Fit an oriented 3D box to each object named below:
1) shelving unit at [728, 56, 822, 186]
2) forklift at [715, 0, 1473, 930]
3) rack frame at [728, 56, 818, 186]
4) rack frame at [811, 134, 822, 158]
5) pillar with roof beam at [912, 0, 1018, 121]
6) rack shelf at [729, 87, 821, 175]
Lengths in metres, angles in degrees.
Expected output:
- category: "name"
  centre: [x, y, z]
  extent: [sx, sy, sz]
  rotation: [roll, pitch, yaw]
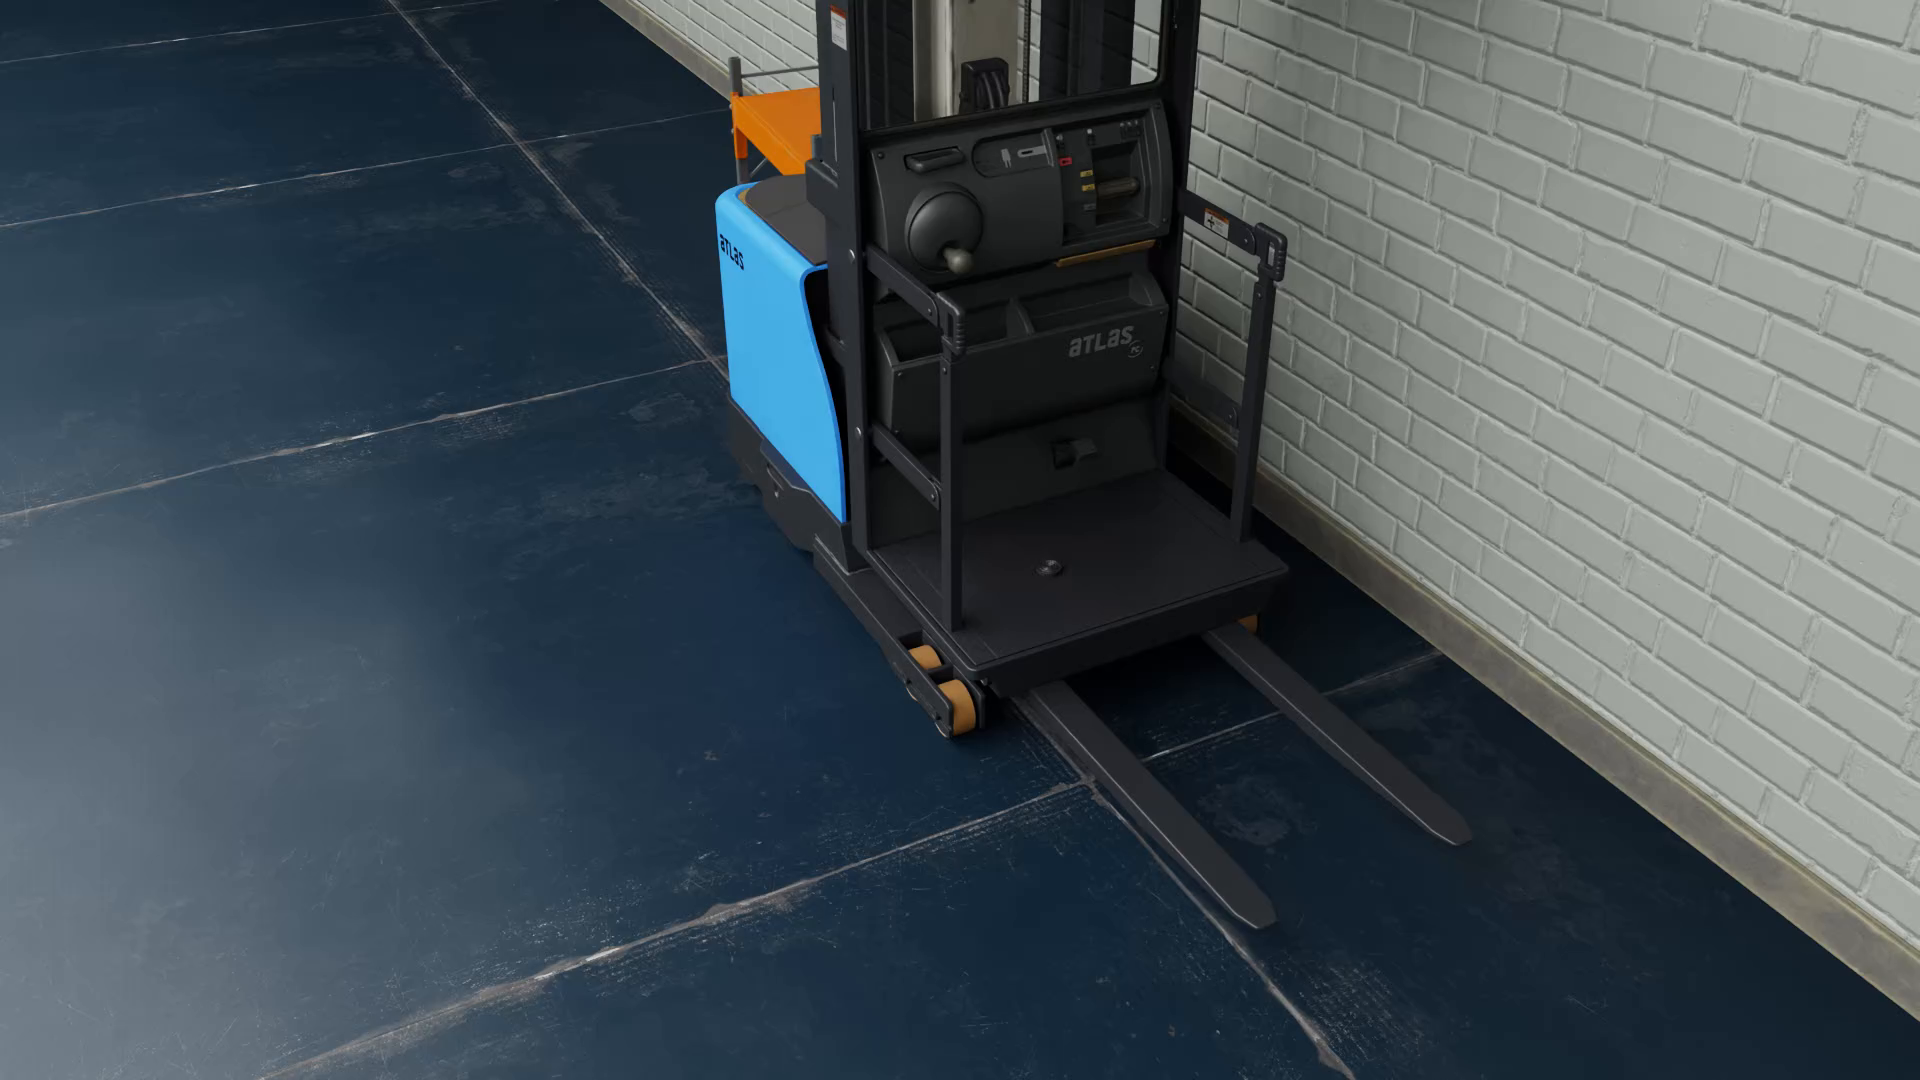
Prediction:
- category: "shelving unit"
  centre: [-0.498, -1.264, 6.680]
  extent: [0.538, 1.125, 1.048]
  rotation: [-13, 35, -20]
- category: "forklift"
  centre: [0.290, -0.937, 4.496]
  extent: [1.130, 2.935, 3.031]
  rotation: [-16, 36, -23]
- category: "rack frame"
  centre: [-0.699, -1.516, 7.073]
  extent: [0.500, 1.125, 0.032]
  rotation: [-13, 35, -20]
- category: "rack frame"
  centre: [-0.296, -1.012, 6.287]
  extent: [0.500, 1.125, 0.032]
  rotation: [-13, 35, -20]
- category: "pillar with roof beam"
  centre: [-3.802, -3.757, 3.272]
  extent: [9.100, 9.000, 0.400]
  rotation: [-16, 36, -23]
- category: "rack shelf"
  centre: [-0.498, -1.510, 6.522]
  extent: [0.538, 0.278, 1.000]
  rotation: [-13, 35, -20]
